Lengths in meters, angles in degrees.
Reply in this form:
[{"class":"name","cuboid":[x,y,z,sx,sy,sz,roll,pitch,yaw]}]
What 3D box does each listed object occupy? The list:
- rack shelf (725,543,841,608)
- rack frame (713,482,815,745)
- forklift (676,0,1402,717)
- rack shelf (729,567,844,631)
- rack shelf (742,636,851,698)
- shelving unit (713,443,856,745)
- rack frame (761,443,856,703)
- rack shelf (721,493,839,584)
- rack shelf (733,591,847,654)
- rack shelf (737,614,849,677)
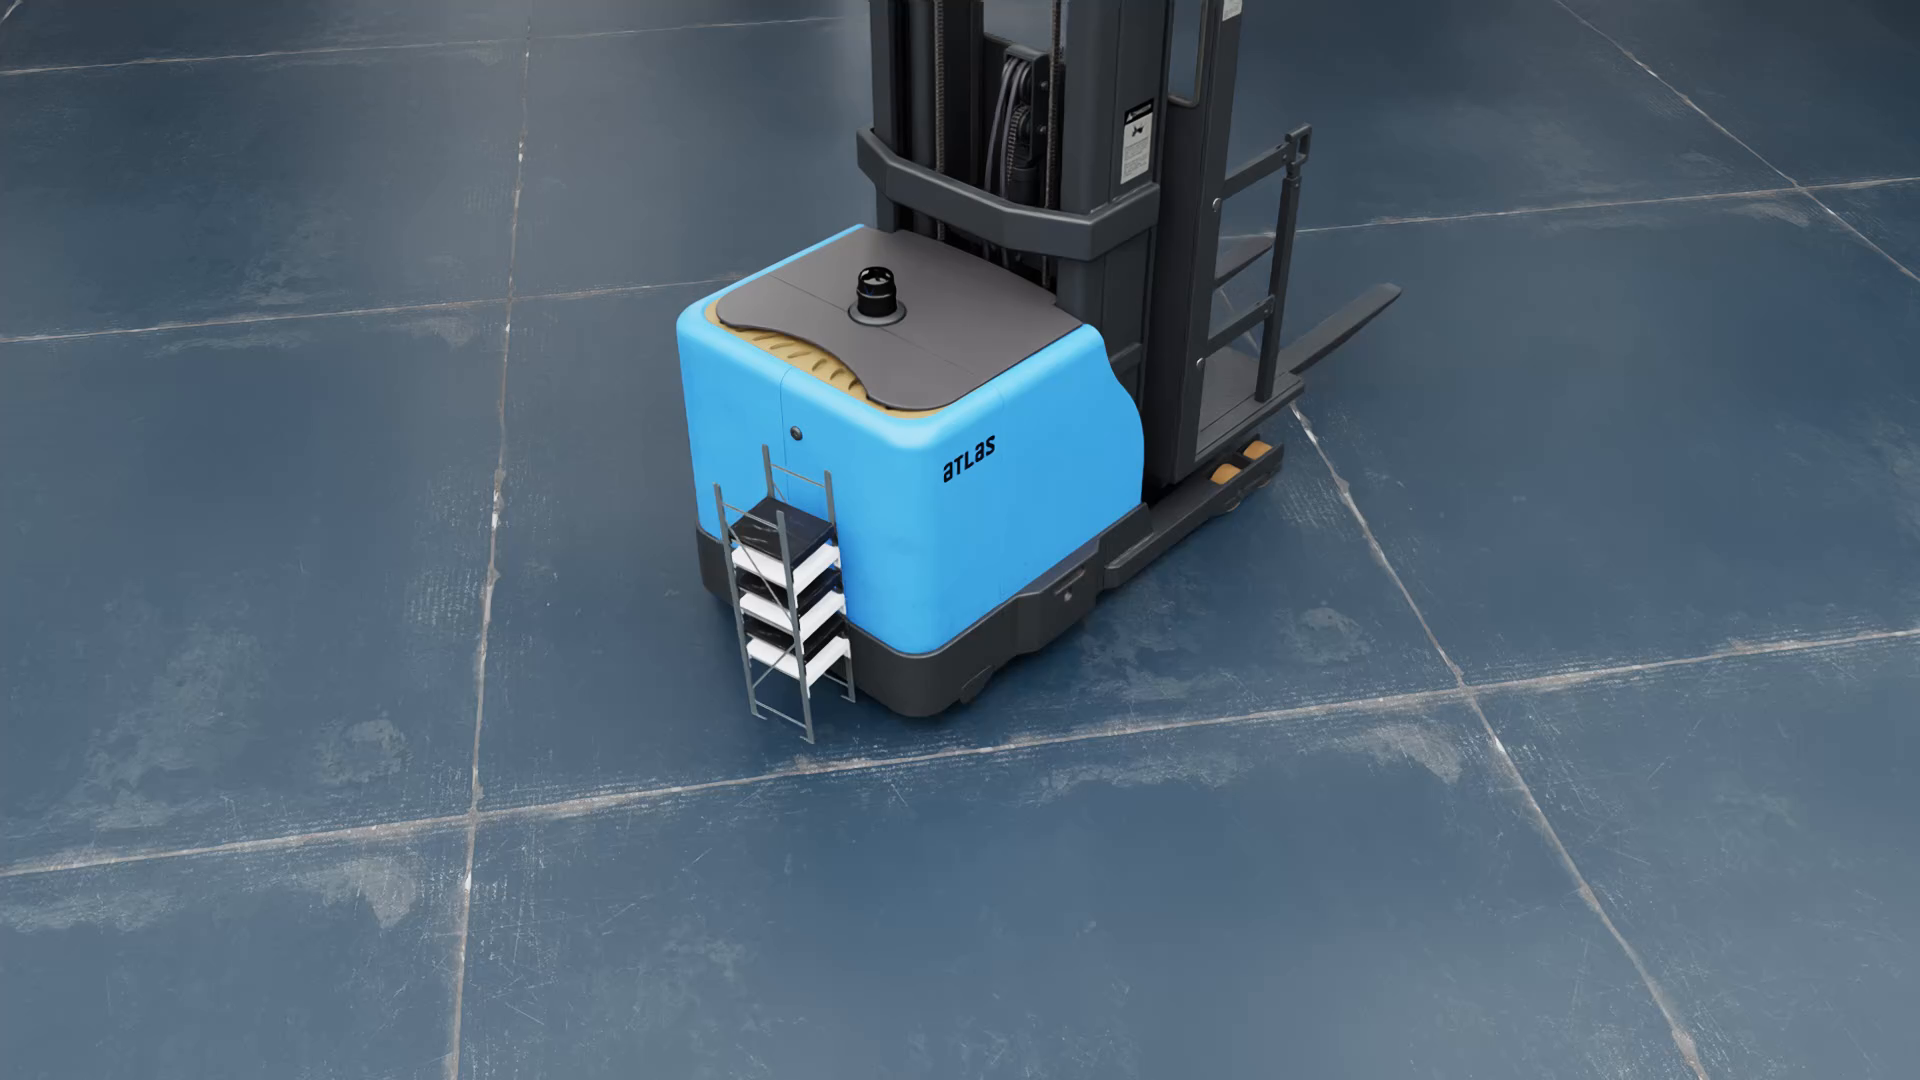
[{"class":"rack shelf","cuboid":[-0.497,0.061,4.690,0.258,0.077,0.200,23,47,27]},{"class":"rack frame","cuboid":[-0.550,0.228,4.723,0.240,0.900,0.006,23,47,27]},{"class":"forklift","cuboid":[0.514,-1.448,5.224,1.130,2.935,3.031,29,46,32]},{"class":"rack shelf","cuboid":[-0.494,0.129,4.749,0.258,0.077,0.200,23,47,27]},{"class":"rack shelf","cuboid":[-0.485,0.334,4.925,0.258,0.077,0.200,23,47,27]},{"class":"shelving unit","cuboid":[-0.492,0.172,4.786,0.258,0.900,0.210,23,47,27]},{"class":"rack frame","cuboid":[-0.435,0.116,4.848,0.240,0.900,0.006,23,47,27]},{"class":"rack shelf","cuboid":[-0.500,-0.007,4.631,0.258,0.077,0.200,23,47,27]},{"class":"rack shelf","cuboid":[-0.491,0.197,4.807,0.258,0.077,0.200,23,47,27]},{"class":"rack shelf","cuboid":[-0.488,0.265,4.866,0.258,0.077,0.200,23,47,27]}]
